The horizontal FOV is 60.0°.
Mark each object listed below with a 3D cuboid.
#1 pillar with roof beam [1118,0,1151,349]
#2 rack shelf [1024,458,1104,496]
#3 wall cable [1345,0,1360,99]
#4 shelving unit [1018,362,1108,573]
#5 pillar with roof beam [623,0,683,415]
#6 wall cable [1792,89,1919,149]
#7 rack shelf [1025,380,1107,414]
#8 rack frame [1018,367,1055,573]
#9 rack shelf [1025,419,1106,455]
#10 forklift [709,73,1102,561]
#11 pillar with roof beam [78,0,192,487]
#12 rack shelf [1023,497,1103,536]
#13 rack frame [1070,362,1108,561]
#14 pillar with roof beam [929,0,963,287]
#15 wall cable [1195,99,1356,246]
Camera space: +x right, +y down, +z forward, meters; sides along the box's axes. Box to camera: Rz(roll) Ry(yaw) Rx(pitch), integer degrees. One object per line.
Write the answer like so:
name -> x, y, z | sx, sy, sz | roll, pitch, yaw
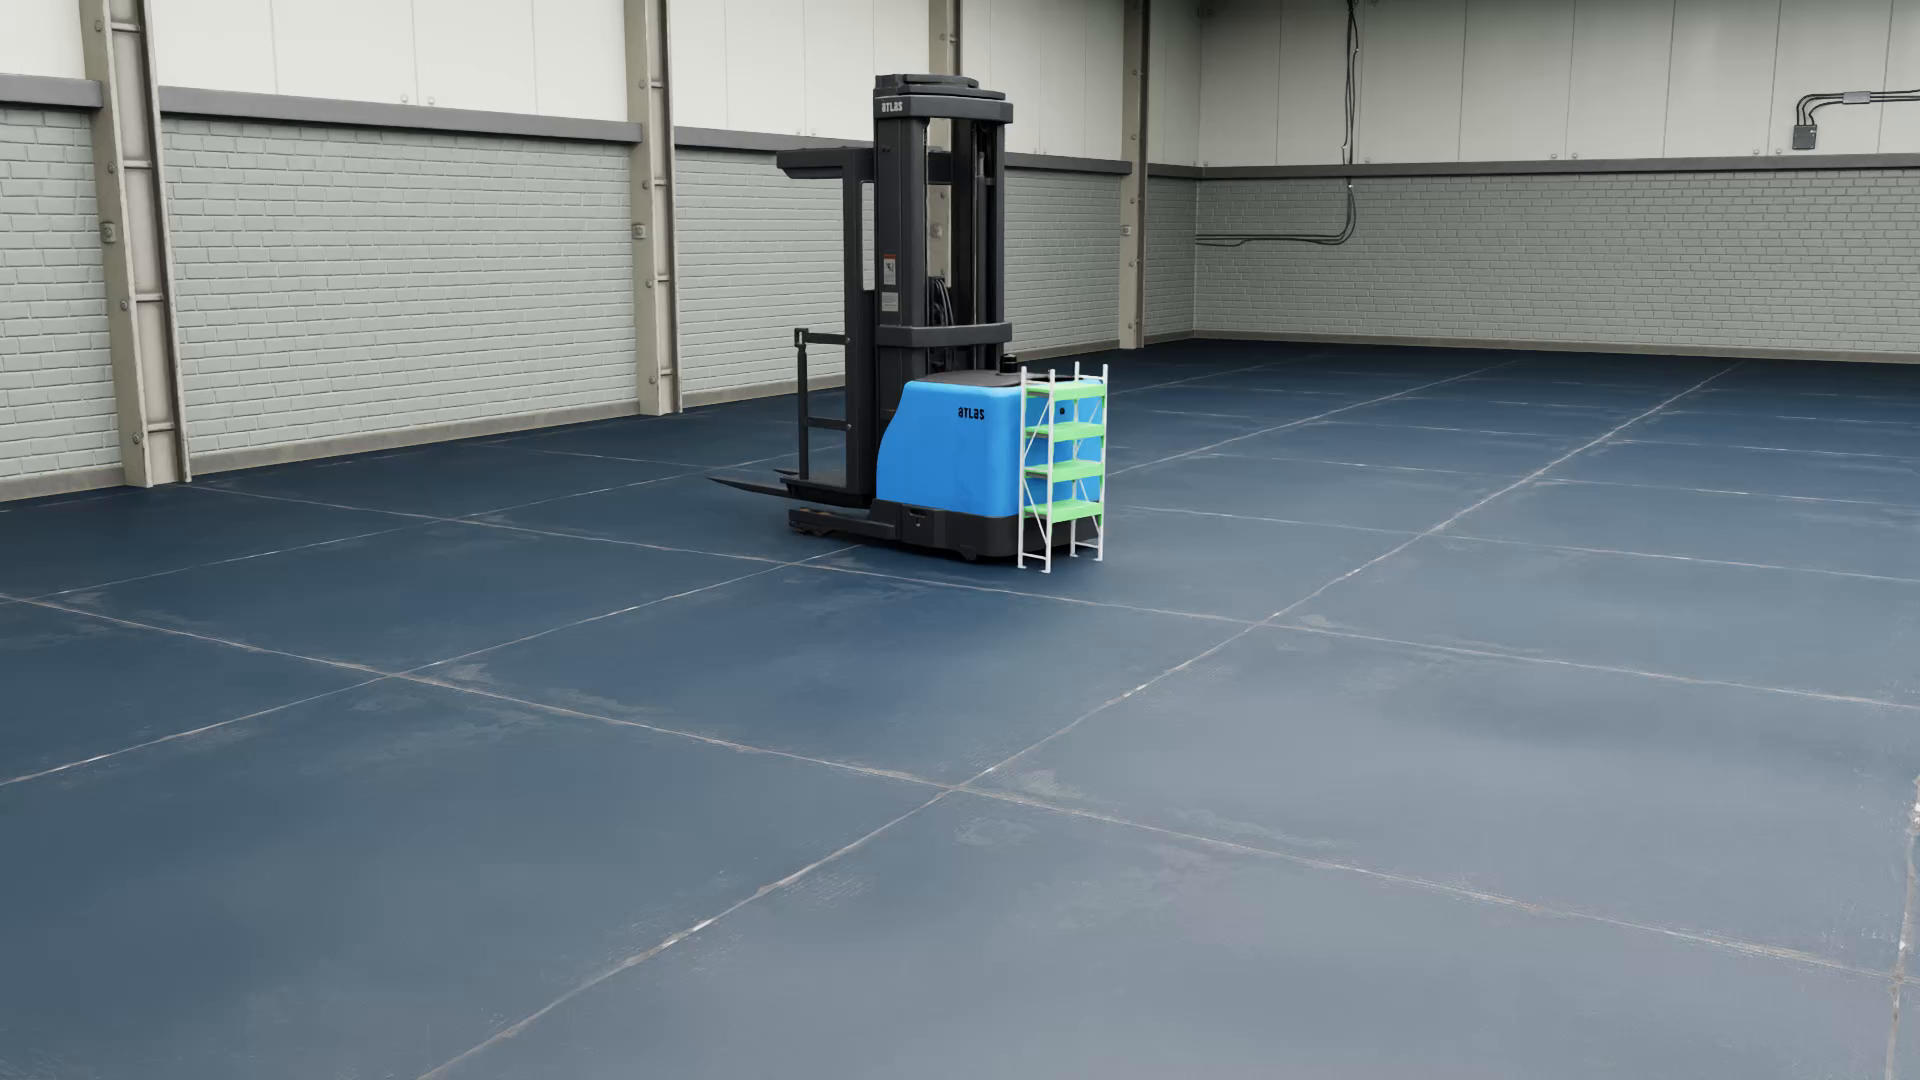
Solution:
pillar with roof beam -> 6.602, -7.301, 25.411 | 9.100, 9.000, 0.400 | 6, 12, 31
rack shelf -> 0.615, -0.381, 9.979 | 0.258, 0.148, 0.480 | 11, 15, 43
wall cable -> 7.895, -8.747, 27.849 | 3.097, 2.526, 0.112 | 6, 12, 31
shelving unit -> 0.616, -0.444, 9.967 | 0.258, 1.200, 0.503 | 11, 15, 43
pillar with roof beam -> 0.372, -5.413, 15.331 | 9.100, 9.000, 0.400 | 6, 12, 31
wall cable -> 13.688, -8.811, 24.237 | 2.305, 6.003, 0.169 | 6, 12, 31
rack shelf -> 0.621, -0.852, 9.885 | 0.258, 0.148, 0.480 | 11, 15, 43
rack frame -> 0.447, -0.411, 9.793 | 0.240, 1.200, 0.015 | 11, 15, 43
rack shelf -> 0.618, -0.617, 9.932 | 0.258, 0.148, 0.480 | 11, 15, 43
forklift -> -0.503, -1.523, 11.037 | 3.031, 2.935, 1.130 | 10, 15, 43
pillar with roof beam -> -2.743, -4.470, 10.290 | 9.100, 9.000, 0.400 | 6, 12, 31
rack shelf -> 0.613, -0.146, 10.026 | 0.258, 0.148, 0.480 | 11, 15, 43
rack frame -> 0.785, -0.476, 10.140 | 0.240, 1.200, 0.015 | 11, 15, 43
pillar with roof beam -> 3.487, -6.357, 20.371 | 9.100, 9.000, 0.400 | 6, 12, 31
wall cable -> 5.582, -6.523, 29.694 | 3.097, 2.526, 0.112 | 6, 12, 31
